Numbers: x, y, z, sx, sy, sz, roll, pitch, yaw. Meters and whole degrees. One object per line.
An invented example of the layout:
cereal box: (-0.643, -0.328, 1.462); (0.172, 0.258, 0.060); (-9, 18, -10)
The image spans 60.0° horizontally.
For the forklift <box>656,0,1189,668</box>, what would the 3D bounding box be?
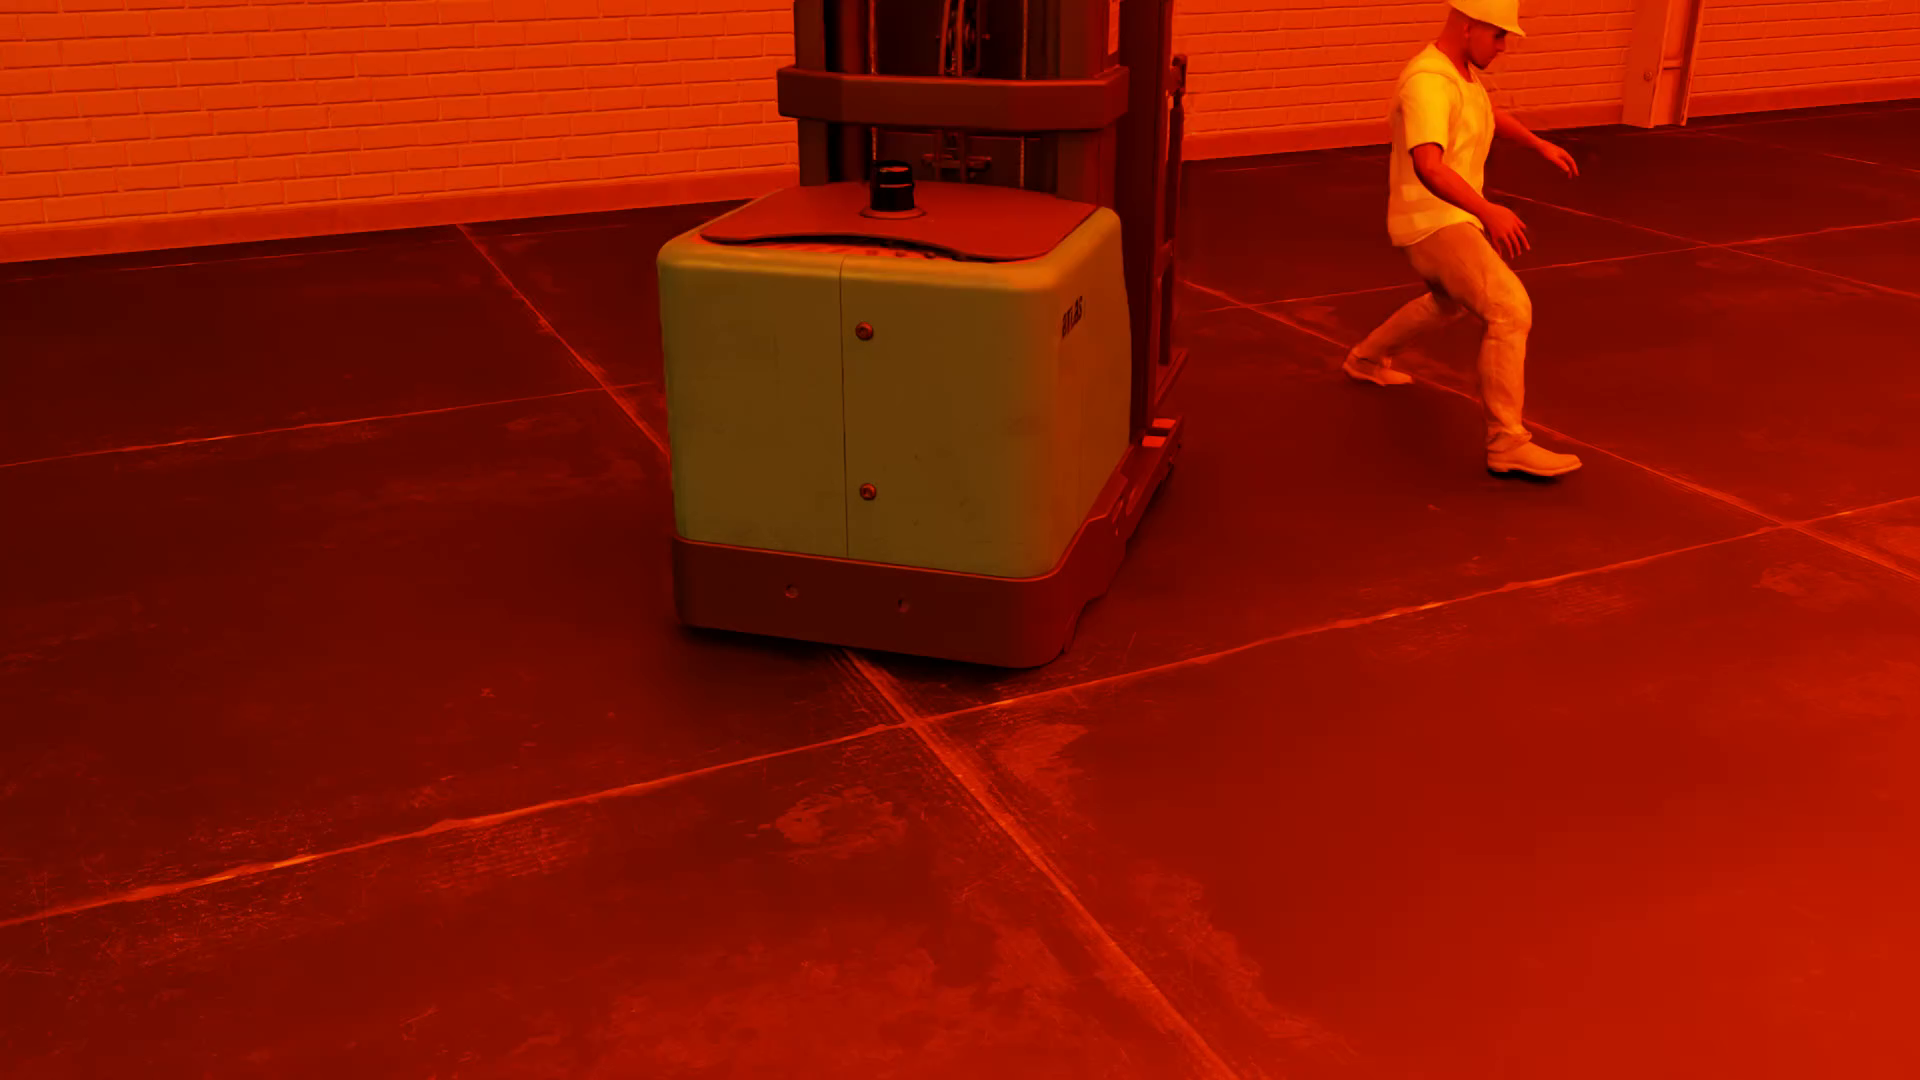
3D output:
forklift: (0.142, -1.571, 5.067); (1.130, 2.935, 3.031); (6, 23, 15)

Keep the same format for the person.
person: (1.818, -1.142, 5.841); (0.996, 1.606, 1.065); (10, 25, 23)
